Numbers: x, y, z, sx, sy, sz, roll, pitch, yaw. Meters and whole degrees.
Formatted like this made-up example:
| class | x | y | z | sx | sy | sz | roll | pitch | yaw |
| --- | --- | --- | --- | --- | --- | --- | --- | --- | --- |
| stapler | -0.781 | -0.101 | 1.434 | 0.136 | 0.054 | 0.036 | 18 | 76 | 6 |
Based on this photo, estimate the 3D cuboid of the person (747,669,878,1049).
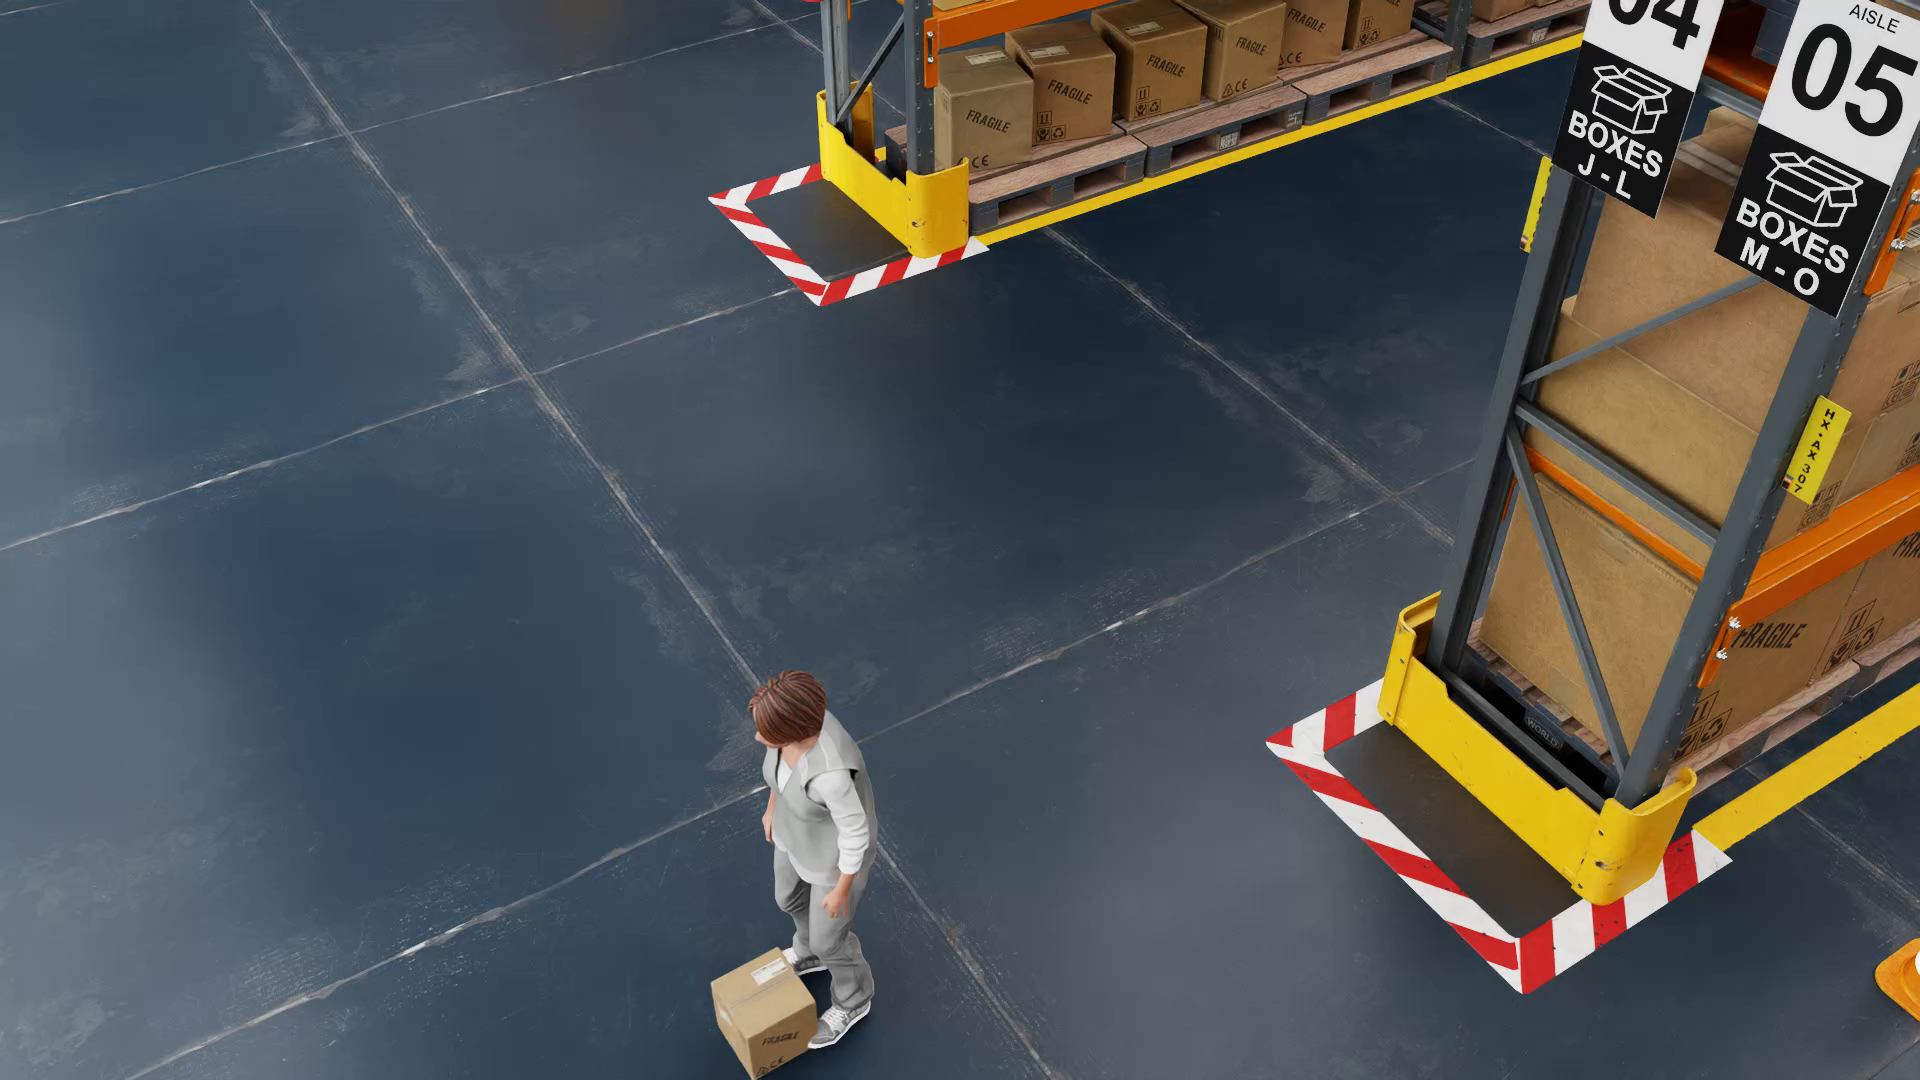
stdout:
| class | x | y | z | sx | sy | sz | roll | pitch | yaw |
| --- | --- | --- | --- | --- | --- | --- | --- | --- | --- |
| person | -0.438 | 0.948 | 5.090 | 0.339 | 1.592 | 0.462 | -24 | 47 | -25 |
